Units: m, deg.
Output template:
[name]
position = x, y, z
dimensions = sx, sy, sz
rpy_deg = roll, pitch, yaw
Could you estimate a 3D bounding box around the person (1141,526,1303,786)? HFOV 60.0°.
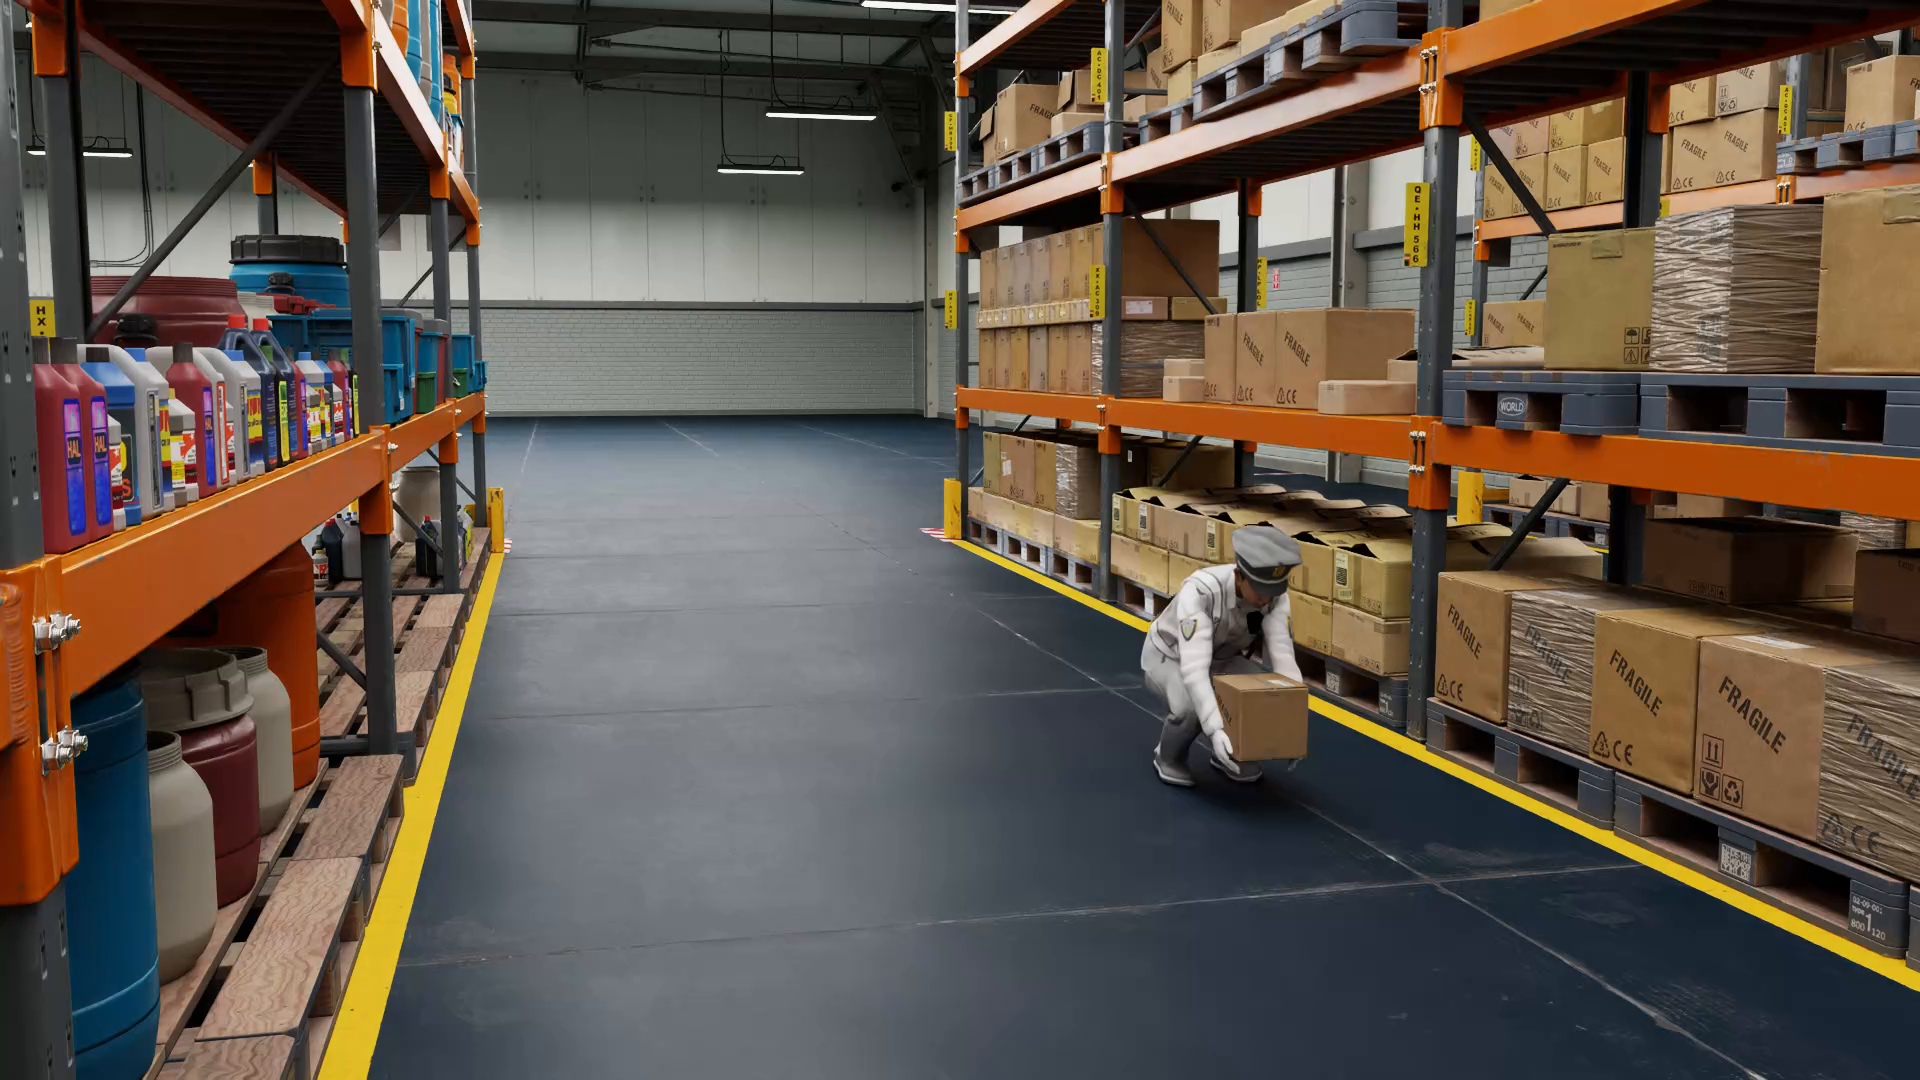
[person]
position = 0.959, 0.424, 6.044
dimensions = 0.470, 0.978, 0.829
rpy_deg = -2, 6, -15
